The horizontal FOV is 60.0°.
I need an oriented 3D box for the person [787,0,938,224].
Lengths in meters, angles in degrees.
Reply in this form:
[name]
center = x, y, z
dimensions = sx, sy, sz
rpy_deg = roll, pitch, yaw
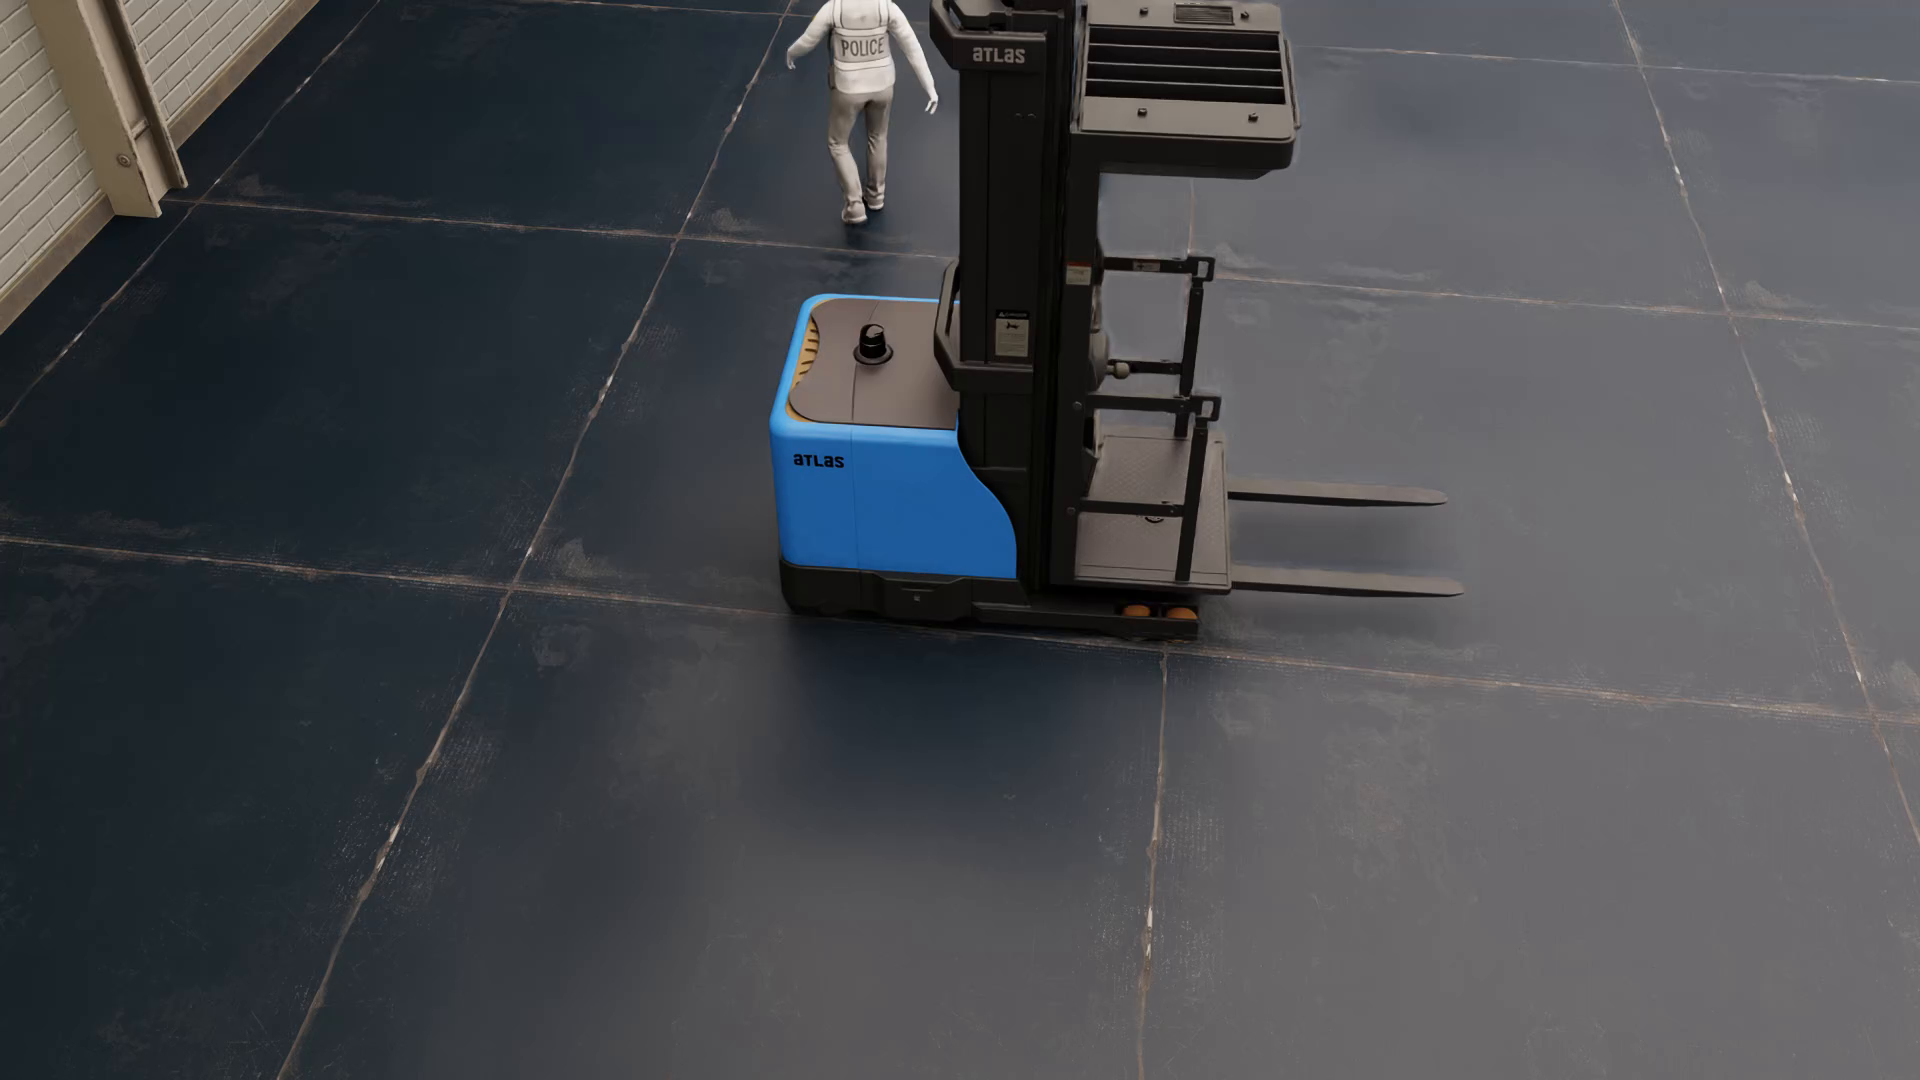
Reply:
[person]
center = -0.547, -2.572, 9.486
dimensions = 0.787, 1.643, 0.653
rpy_deg = -10, 44, -11

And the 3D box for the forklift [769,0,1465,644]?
[forklift]
center = 0.740, -0.997, 6.810
dimensions = 3.031, 2.935, 1.130
rpy_deg = 3, 43, 4
